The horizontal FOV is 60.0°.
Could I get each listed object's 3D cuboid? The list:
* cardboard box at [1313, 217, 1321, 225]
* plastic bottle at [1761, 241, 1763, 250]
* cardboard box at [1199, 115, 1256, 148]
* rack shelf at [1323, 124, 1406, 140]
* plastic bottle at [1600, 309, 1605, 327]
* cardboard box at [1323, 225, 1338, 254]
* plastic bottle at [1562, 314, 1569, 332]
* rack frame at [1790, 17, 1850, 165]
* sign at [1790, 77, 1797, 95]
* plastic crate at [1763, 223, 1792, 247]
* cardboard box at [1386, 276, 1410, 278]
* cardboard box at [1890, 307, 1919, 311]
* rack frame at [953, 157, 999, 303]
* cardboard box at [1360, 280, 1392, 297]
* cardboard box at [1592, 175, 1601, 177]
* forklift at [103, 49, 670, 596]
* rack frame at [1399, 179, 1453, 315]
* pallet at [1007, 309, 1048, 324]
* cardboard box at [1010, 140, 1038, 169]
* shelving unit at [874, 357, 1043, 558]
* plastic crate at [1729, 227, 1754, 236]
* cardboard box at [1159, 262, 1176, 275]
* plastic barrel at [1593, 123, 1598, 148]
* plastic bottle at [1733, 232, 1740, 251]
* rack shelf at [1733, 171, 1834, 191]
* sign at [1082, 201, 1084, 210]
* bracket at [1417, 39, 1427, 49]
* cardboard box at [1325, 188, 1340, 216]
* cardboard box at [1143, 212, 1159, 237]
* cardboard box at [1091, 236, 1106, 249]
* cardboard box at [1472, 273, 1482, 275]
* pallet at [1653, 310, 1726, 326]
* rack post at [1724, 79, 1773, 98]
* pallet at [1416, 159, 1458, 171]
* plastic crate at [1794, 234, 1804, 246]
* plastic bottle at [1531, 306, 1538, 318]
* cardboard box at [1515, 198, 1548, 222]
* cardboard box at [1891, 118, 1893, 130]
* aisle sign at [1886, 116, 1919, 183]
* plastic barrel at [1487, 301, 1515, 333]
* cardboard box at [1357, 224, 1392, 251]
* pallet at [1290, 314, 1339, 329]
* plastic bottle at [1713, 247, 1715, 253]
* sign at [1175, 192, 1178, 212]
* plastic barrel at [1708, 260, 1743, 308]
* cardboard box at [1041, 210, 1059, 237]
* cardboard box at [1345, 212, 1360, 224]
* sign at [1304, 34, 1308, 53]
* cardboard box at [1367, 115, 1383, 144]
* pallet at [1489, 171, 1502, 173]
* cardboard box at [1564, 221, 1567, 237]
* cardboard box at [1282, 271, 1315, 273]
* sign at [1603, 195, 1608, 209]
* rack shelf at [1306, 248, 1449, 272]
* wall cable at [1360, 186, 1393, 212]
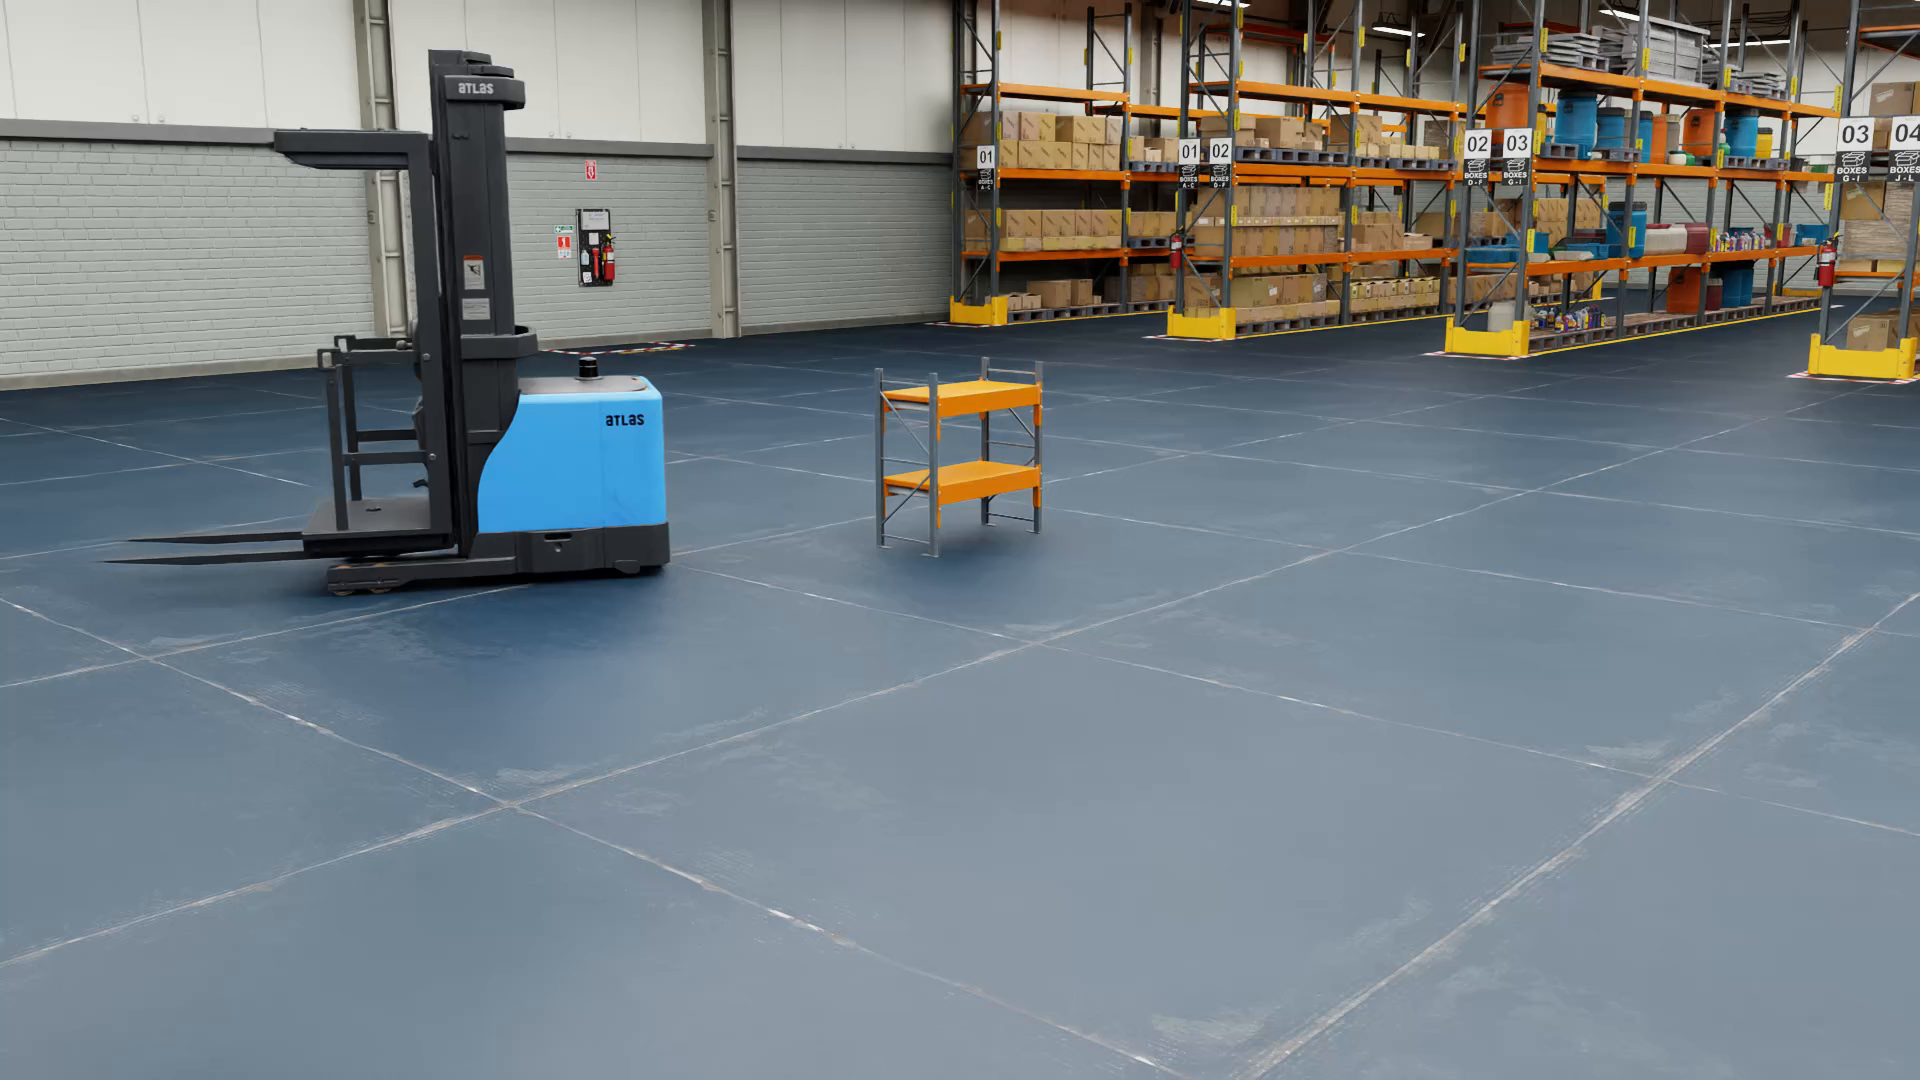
[{"bbox_3d":[6.126,-5.622,29.290,0.380,0.149,0.250,10,15,40],"label":"cardboard box"},{"bbox_3d":[15.579,-5.755,32.373,0.097,0.201,0.097,0,11,0],"label":"plastic bottle"},{"bbox_3d":[4.395,-6.728,27.387,0.637,0.503,0.797,-11,16,-44],"label":"cardboard box"},{"bbox_3d":[9.531,-9.941,40.364,1.077,0.370,4.000,10,15,40],"label":"rack shelf"},{"bbox_3d":[10.302,-3.566,26.718,0.061,0.283,0.133,11,16,43],"label":"plastic bottle"},{"bbox_3d":[6.365,-5.419,29.931,0.700,0.500,0.500,9,15,39],"label":"cardboard box"},{"bbox_3d":[9.325,-3.348,25.628,0.061,0.283,0.133,10,15,41],"label":"plastic bottle"},{"bbox_3d":[18.293,-9.503,35.315,1.000,3.000,0.127,10,15,40],"label":"rack frame"},{"bbox_3d":[16.064,-8.741,32.031,0.100,0.325,0.005,10,15,40],"label":"sign"},{"bbox_3d":[16.430,-6.132,33.439,0.402,0.464,0.583,10,15,40],"label":"plastic crate"},{"bbox_3d":[8.727,-5.119,33.196,0.500,0.311,0.500,10,15,42],"label":"cardboard box"},{"bbox_3d":[13.426,-2.996,23.365,0.500,0.500,0.500,-7,13,-30],"label":"cardboard box"},{"bbox_3d":[0.289,-5.488,30.529,1.000,3.000,0.127,10,15,40],"label":"rack frame"},{"bbox_3d":[7.788,-4.747,31.336,0.500,0.311,0.500,9,14,38],"label":"cardboard box"},{"bbox_3d":[14.433,-8.490,38.283,0.500,0.250,0.500,10,15,40],"label":"cardboard box"},{"bbox_3d":[-3.270,-1.245,9.463,3.031,2.935,1.130,-3,12,-15],"label":"forklift"},{"bbox_3d":[9.294,-6.025,33.218,1.000,3.000,0.127,10,15,40],"label":"rack frame"},{"bbox_3d":[0.902,-4.247,31.434,1.003,0.211,1.213,10,15,40],"label":"pallet"},{"bbox_3d":[1.079,-7.109,30.681,0.500,0.500,0.500,-11,16,-44],"label":"cardboard box"},{"bbox_3d":[0.004,-0.553,10.606,0.538,1.125,1.048,10,15,40],"label":"shelving unit"},{"bbox_3d":[15.704,-6.107,33.516,0.392,0.384,0.575,10,15,40],"label":"plastic crate"},{"bbox_3d":[4.375,-5.758,35.225,0.500,0.250,0.500,10,15,40],"label":"cardboard box"},{"bbox_3d":[9.940,-6.489,26.527,0.421,0.512,0.421,0,11,0],"label":"plastic barrel"},{"bbox_3d":[14.564,-5.609,31.260,0.144,0.351,0.185,10,15,40],"label":"plastic bottle"},{"bbox_3d":[16.973,-7.385,34.206,1.077,0.370,4.000,10,15,40],"label":"rack shelf"},{"bbox_3d":[2.510,-6.715,33.719,0.100,0.325,0.005,10,15,40],"label":"sign"},{"bbox_3d":[11.976,-12.951,43.388,0.235,0.232,0.430,10,15,40],"label":"bracket"},{"bbox_3d":[6.365,-6.056,29.804,0.700,0.500,0.500,10,15,41],"label":"cardboard box"},{"bbox_3d":[3.666,-6.493,34.183,0.500,0.500,0.700,-10,15,-42],"label":"cardboard box"},{"bbox_3d":[2.510,-5.832,32.582,0.500,0.250,0.500,10,15,41],"label":"cardboard box"},{"bbox_3d":[10.772,-5.784,35.358,0.500,0.250,0.500,10,15,40],"label":"cardboard box"},{"bbox_3d":[13.501,-4.138,30.890,1.003,0.211,1.213,10,15,40],"label":"pallet"},{"bbox_3d":[14.412,-8.355,30.844,0.954,0.300,0.937,-10,15,-41],"label":"rack post"},{"bbox_3d":[8.913,-7.292,32.385,1.213,0.211,1.003,11,16,43],"label":"pallet"},{"bbox_3d":[17.130,-6.173,34.234,0.416,0.233,0.300,10,15,40],"label":"plastic crate"},{"bbox_3d":[9.122,-3.557,26.501,0.144,0.351,0.185,10,15,40],"label":"plastic bottle"},{"bbox_3d":[12.457,-7.186,36.222,0.500,0.500,0.500,10,15,42],"label":"cardboard box"},{"bbox_3d":[11.807,-5.170,20.645,0.380,0.149,0.250,10,15,40],"label":"cardboard box"},{"bbox_3d":[11.636,-4.794,20.416,0.394,0.787,0.004,10,15,40],"label":"aisle sign"},{"bbox_3d":[8.108,-3.300,24.853,0.421,0.512,0.421,0,11,0],"label":"plastic barrel"},{"bbox_3d":[7.851,-5.748,31.574,0.500,0.500,0.500,10,15,40],"label":"cardboard box"},{"bbox_3d":[6.097,-3.958,29.986,1.003,0.211,1.213,10,15,40],"label":"pallet"},{"bbox_3d":[13.702,-5.336,30.278,0.097,0.201,0.097,0,11,0],"label":"plastic bottle"},{"bbox_3d":[3.614,-5.604,27.550,0.100,0.325,0.005,10,15,40],"label":"sign"},{"bbox_3d":[14.813,-4.967,32.209,0.600,0.901,0.708,10,15,40],"label":"plastic barrel"},{"bbox_3d":[1.510,-5.970,31.360,0.500,0.500,0.500,9,14,39],"label":"cardboard box"},{"bbox_3d":[9.067,-7.585,40.263,0.980,0.700,0.700,9,15,39],"label":"cardboard box"},{"bbox_3d":[6.238,-8.944,29.928,0.100,0.325,0.005,10,15,40],"label":"sign"},{"bbox_3d":[7.449,-7.580,30.742,0.500,0.500,0.500,-10,15,-42],"label":"cardboard box"},{"bbox_3d":[10.769,-7.752,34.689,1.213,0.211,1.003,10,15,40],"label":"pallet"},{"bbox_3d":[13.477,-6.926,37.476,0.500,0.500,0.500,9,15,40],"label":"cardboard box"},{"bbox_3d":[6.112,-4.634,30.288,0.500,0.500,0.500,10,15,40],"label":"cardboard box"},{"bbox_3d":[14.978,-7.850,38.593,0.100,0.325,0.005,10,15,40],"label":"sign"},{"bbox_3d":[7.973,-5.378,31.816,1.077,0.370,4.000,10,15,40],"label":"rack shelf"},{"bbox_3d":[10.986,-8.651,43.771,0.084,1.984,1.851,10,15,40],"label":"wall cable"}]
